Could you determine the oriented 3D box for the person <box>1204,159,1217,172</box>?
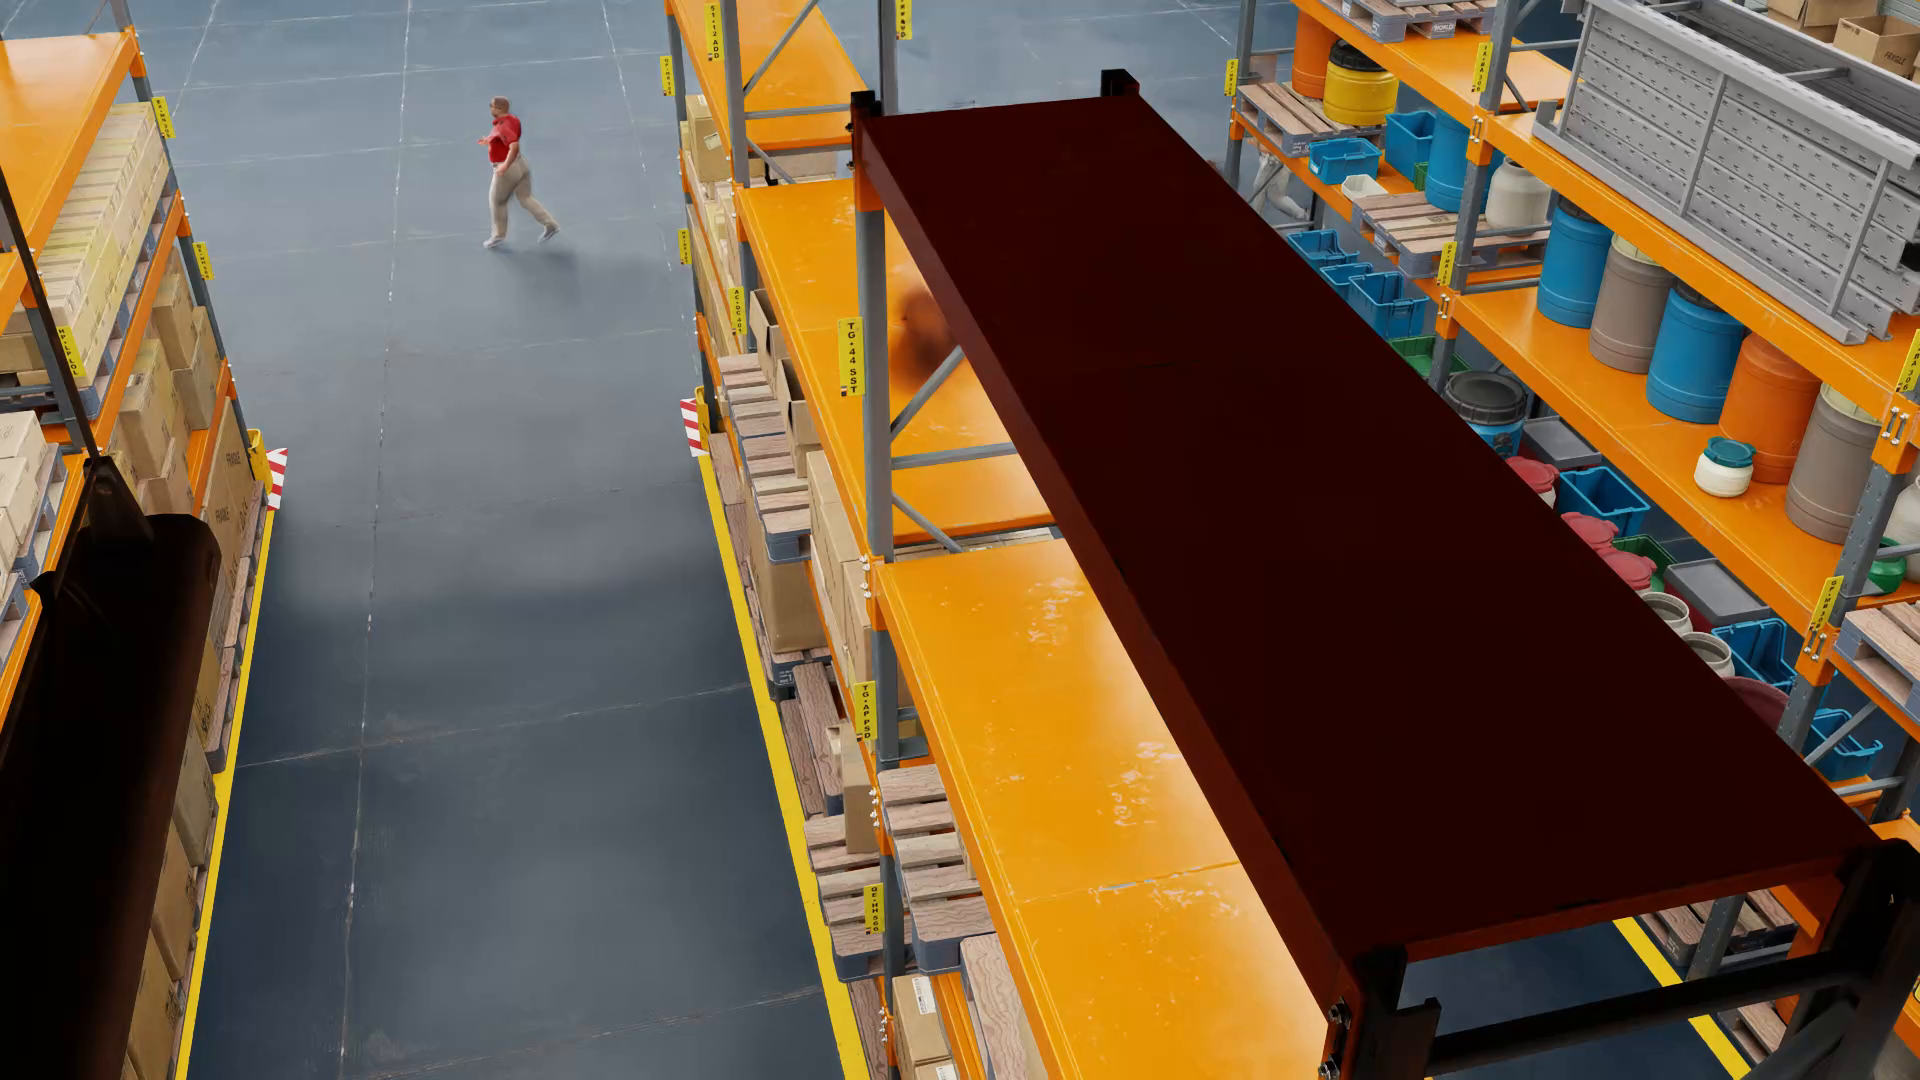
[{"bbox_3d":[2.500,-3.193,17.352,0.649,1.637,0.533,12,36,17],"label":"person"}]

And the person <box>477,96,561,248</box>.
[{"bbox_3d":[-4.978,-4.075,18.503,0.938,1.766,0.646,8,35,11],"label":"person"}]

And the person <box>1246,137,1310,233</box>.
[{"bbox_3d":[3.583,-4.205,18.722,0.936,1.655,0.604,7,35,10],"label":"person"}]
